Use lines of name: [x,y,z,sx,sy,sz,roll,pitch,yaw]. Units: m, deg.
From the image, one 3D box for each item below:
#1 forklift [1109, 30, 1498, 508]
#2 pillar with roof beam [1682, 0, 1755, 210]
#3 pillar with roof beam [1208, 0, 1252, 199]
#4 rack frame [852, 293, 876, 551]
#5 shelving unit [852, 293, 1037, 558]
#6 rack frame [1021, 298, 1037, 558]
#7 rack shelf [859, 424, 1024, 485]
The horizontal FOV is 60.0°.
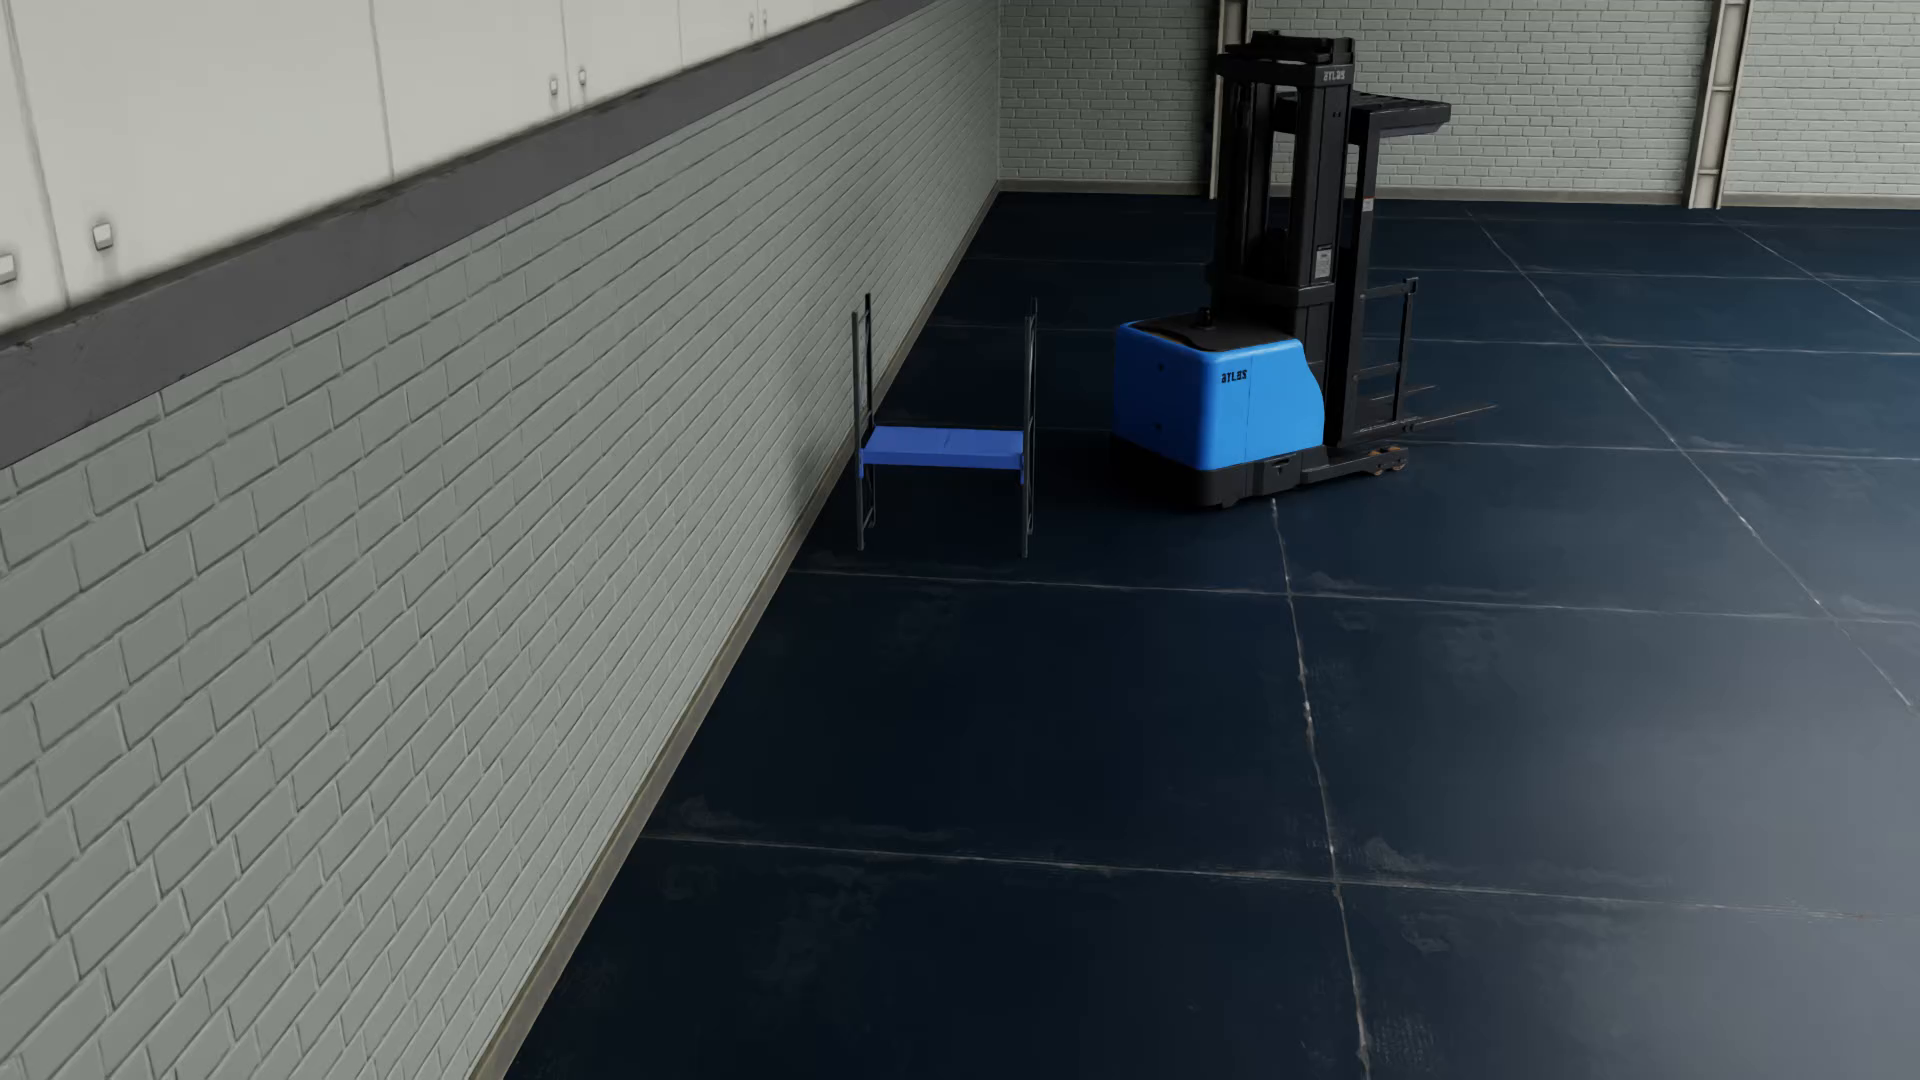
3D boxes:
forklift: [2.550,-1.963,11.420,3.031,2.935,1.130,-13,25,-30]
pillar with roof beam: [8.915,-6.851,15.528,0.400,9.000,9.100,2,22,6]
pillar with roof beam: [2.957,-7.110,16.185,0.400,9.000,9.100,2,22,6]
rack frame: [-0.590,-0.723,10.229,0.032,1.500,0.500,2,22,6]
shelving unit: [-0.085,-0.701,10.173,1.048,1.500,0.538,2,22,6]
rack frame: [0.420,-0.679,10.118,0.032,1.500,0.500,2,22,6]
rack shelf: [-0.085,-0.534,10.240,1.000,0.185,0.538,2,22,6]
